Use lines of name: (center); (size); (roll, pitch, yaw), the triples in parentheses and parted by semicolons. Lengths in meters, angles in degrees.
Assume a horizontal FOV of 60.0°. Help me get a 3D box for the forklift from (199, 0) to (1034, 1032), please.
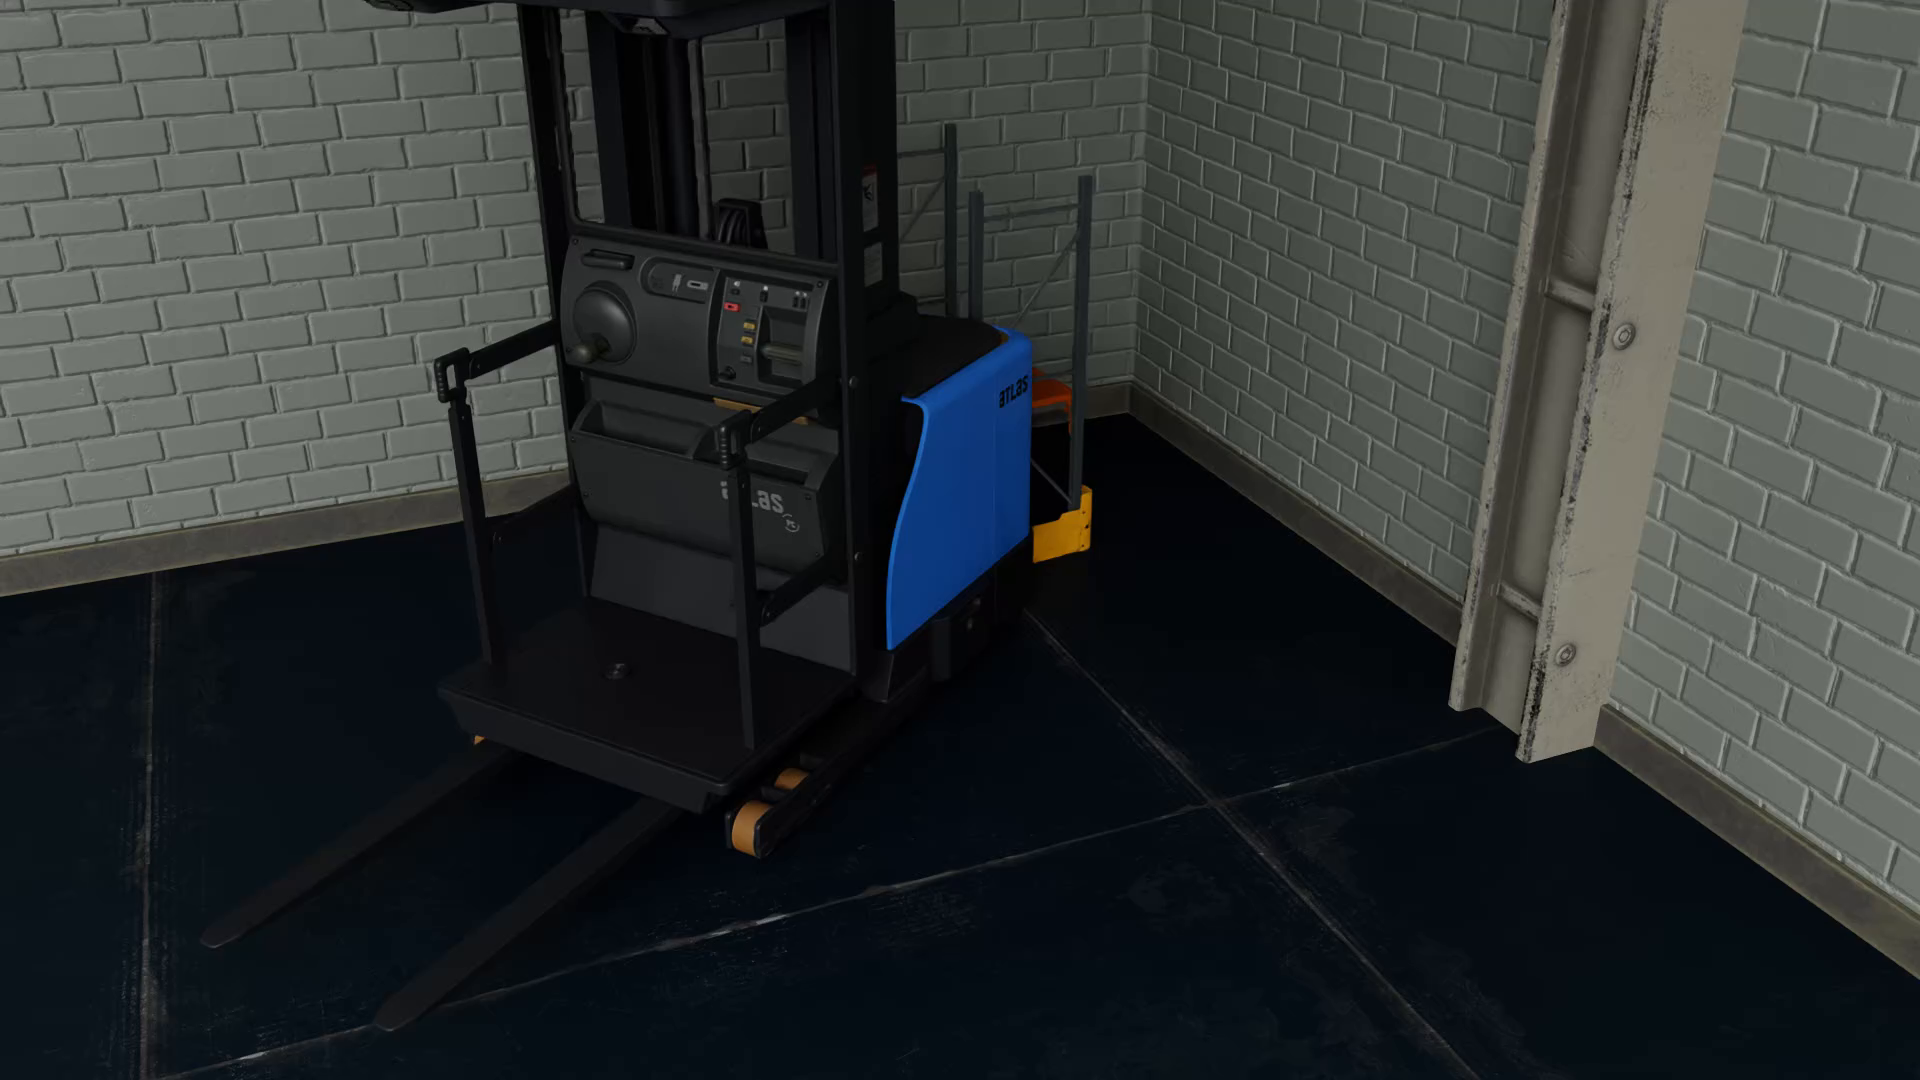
forklift: (-0.887, -0.619, 4.676); (1.130, 2.935, 3.031); (14, 29, 26)

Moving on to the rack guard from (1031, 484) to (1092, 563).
rack guard: (0.256, -0.034, 6.535); (0.587, 0.250, 0.087); (-14, 29, -26)

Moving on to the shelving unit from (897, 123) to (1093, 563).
shelving unit: (0.013, -0.787, 6.652); (0.587, 1.500, 1.083); (-14, 29, -26)

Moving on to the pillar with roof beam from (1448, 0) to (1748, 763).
pillar with roof beam: (-2.097, -2.699, 2.021); (9.100, 9.000, 0.400); (-11, 28, -21)

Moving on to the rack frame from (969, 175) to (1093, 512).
rack frame: (0.256, -0.595, 6.260); (0.500, 1.500, 0.032); (-14, 29, -26)

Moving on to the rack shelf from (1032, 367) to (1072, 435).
rack shelf: (0.008, -0.628, 6.738); (0.538, 0.185, 1.000); (-14, 29, -26)

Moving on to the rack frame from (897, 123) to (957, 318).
rack frame: (-0.240, -0.985, 7.057); (0.500, 1.500, 0.032); (-14, 29, -26)
